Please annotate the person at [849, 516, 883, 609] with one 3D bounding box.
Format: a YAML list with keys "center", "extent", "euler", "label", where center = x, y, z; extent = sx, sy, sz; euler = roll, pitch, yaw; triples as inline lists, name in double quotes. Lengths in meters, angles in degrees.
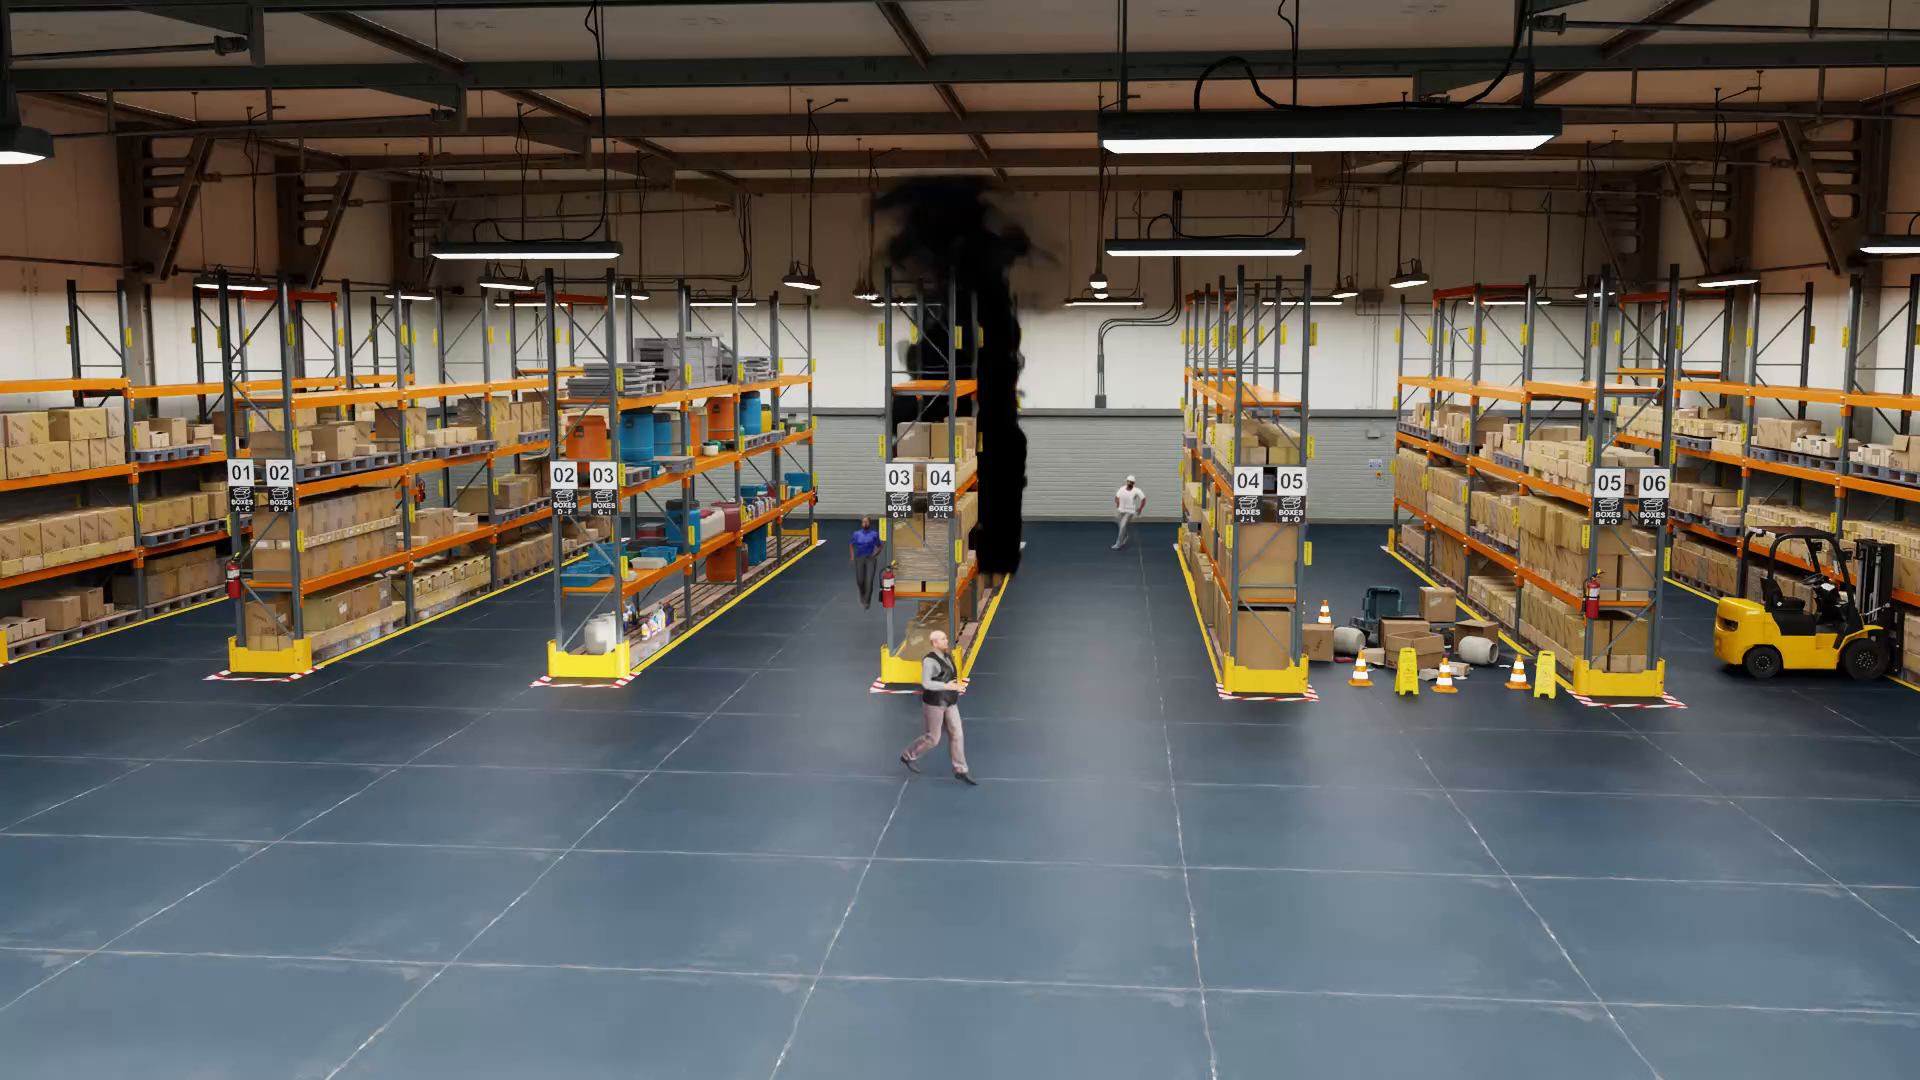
- center: [-1.652, 0.394, 29.006]
  extent: [0.569, 1.615, 0.507]
  euler: [0, 7, 0]
  label: "person"

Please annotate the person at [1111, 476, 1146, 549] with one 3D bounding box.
- center: [3.999, -0.668, 39.485]
  extent: [0.768, 1.738, 0.896]
  euler: [5, 8, 34]
  label: "person"

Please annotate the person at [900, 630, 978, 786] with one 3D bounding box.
- center: [-0.244, 1.873, 18.713]
  extent: [0.954, 1.737, 0.658]
  euler: [4, 8, 31]
  label: "person"
